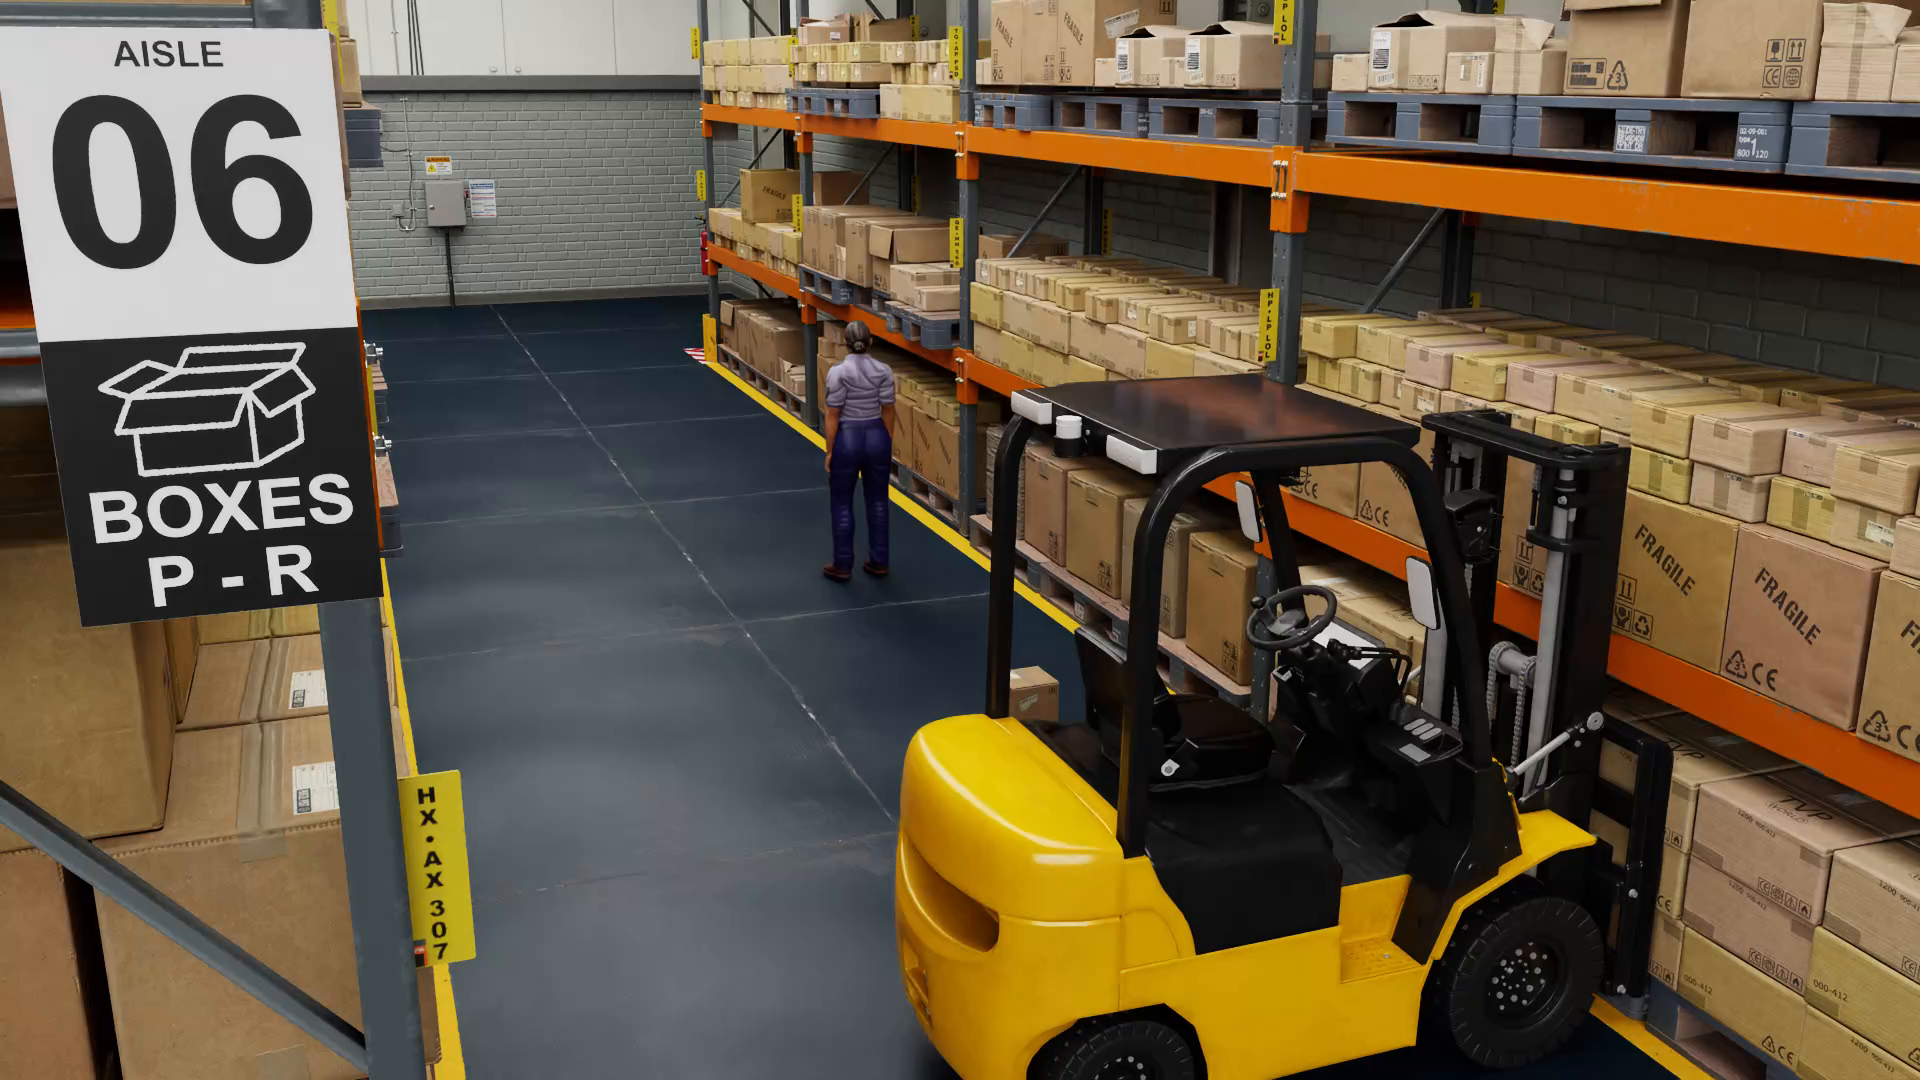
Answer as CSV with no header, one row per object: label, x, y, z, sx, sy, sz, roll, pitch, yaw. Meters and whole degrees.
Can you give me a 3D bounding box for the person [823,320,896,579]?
person,-0.647,-0.576,10.541,0.473,1.650,0.354,-7,17,-23
